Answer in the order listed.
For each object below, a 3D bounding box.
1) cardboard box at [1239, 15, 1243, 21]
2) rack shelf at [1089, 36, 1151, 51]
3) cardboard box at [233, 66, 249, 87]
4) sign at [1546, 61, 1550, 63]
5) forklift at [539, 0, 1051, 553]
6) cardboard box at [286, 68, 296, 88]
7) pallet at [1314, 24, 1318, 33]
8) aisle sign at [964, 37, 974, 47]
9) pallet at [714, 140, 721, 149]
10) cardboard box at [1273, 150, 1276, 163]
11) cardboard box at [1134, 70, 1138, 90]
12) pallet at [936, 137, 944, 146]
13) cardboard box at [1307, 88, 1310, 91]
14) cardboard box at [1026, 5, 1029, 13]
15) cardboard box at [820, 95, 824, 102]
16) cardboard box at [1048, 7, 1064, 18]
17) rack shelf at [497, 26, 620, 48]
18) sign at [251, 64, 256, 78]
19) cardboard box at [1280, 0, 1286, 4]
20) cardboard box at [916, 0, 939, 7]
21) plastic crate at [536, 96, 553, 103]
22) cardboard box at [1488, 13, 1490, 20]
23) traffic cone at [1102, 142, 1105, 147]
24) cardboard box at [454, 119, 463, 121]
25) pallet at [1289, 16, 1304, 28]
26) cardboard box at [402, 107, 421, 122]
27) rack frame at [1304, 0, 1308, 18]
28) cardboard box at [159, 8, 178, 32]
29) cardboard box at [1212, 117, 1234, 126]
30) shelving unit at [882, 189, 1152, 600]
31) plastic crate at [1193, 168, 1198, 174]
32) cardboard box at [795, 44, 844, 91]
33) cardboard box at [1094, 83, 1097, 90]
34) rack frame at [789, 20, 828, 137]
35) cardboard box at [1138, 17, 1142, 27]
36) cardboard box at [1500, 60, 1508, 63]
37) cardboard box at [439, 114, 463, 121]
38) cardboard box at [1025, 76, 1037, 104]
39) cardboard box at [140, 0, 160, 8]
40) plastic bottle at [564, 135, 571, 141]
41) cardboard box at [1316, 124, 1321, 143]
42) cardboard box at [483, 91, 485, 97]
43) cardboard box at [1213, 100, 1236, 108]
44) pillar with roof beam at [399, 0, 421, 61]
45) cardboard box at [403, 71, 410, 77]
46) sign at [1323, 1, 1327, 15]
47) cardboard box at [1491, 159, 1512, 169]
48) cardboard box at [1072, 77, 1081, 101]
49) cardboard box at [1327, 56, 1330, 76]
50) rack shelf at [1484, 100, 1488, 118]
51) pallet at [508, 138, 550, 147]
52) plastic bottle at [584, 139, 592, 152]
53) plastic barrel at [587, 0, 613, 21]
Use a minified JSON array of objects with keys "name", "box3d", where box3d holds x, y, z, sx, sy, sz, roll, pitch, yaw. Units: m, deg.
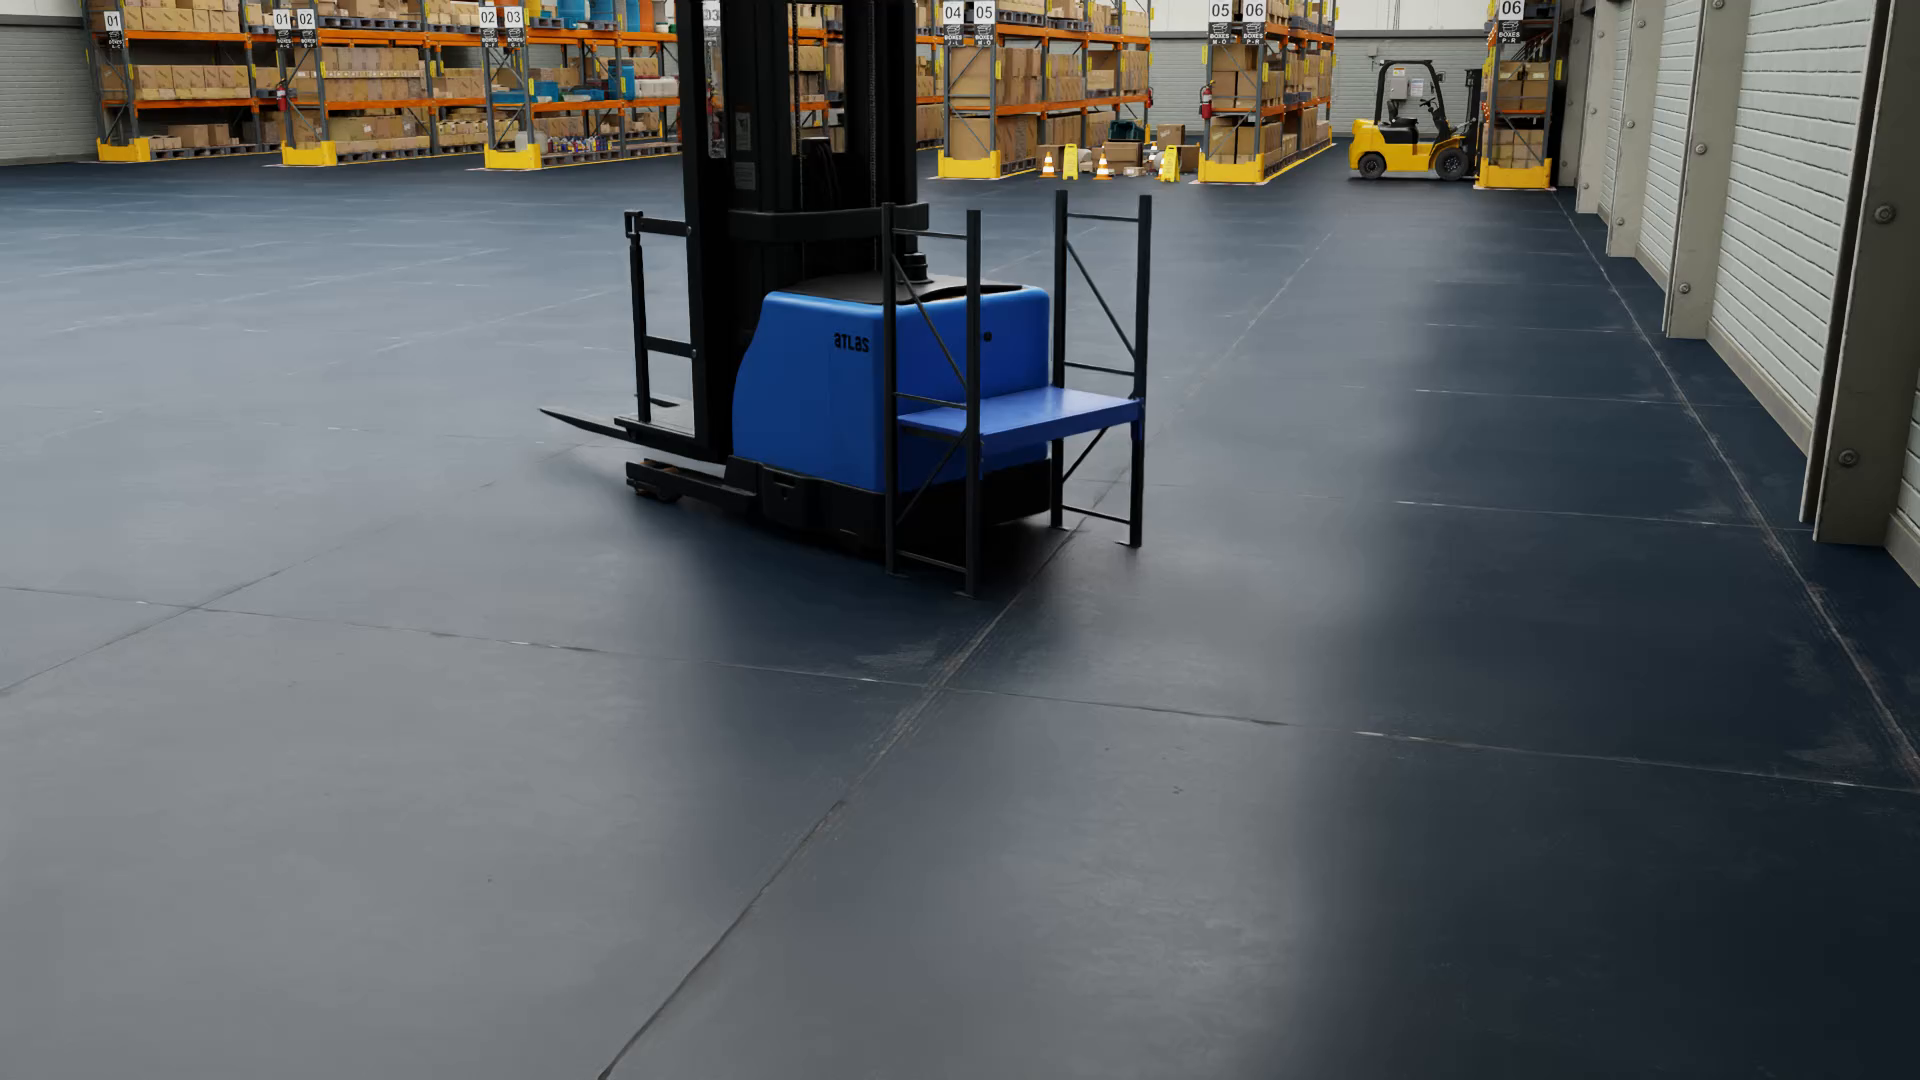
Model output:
[{"name":"cardboard box","box3d":[5.075,-9.659,30.851,0.380,0.149,0.250,5,17,16]},{"name":"rack shelf","box3d":[4.163,-13.144,43.993,1.077,0.370,4.000,5,16,16]},{"name":"cardboard box","box3d":[-17.491,-11.145,39.988,0.500,0.500,0.500,5,16,16]},{"name":"sign","box3d":[11.388,-9.101,32.188,0.100,0.325,0.005,5,16,16]},{"name":"forklift","box3d":[-0.984,-1.681,7.884,1.130,2.935,3.031,-15,22,-43]},{"name":"cardboard box","box3d":[-17.153,-11.705,42.109,0.700,0.500,0.500,7,17,24]},{"name":"pallet","box3d":[8.156,-12.273,39.957,0.805,0.209,1.217,4,16,14]},{"name":"aisle sign","box3d":[0.312,-14.227,47.228,0.394,0.787,0.004,5,16,16]},{"name":"pallet","box3d":[-6.834,-10.140,42.693,1.003,0.211,1.213,5,16,16]},{"name":"cardboard box","box3d":[5.895,-7.504,32.558,0.500,0.250,0.500,5,17,17]},{"name":"cardboard box","box3d":[4.412,-12.226,44.209,0.500,0.500,0.500,5,17,19]},{"name":"pallet","box3d":[-0.841,-10.786,44.970,1.003,0.211,1.213,5,16,16]},{"name":"cardboard box","box3d":[7.896,-10.429,38.874,0.500,0.250,0.500,5,17,18]},{"name":"cardboard box","box3d":[1.164,-10.549,33.036,0.380,0.149,0.250,4,16,15]},{"name":"cardboard box","box3d":[-3.185,-9.642,36.286,0.380,0.149,0.250,5,16,16]},{"name":"cardboard box","box3d":[2.056,-11.532,36.287,0.396,0.266,0.258,5,16,16]},{"name":"rack shelf","box3d":[-8.723,-10.799,35.728,1.077,0.370,4.000,5,16,16]},{"name":"sign","box3d":[-17.131,-11.370,40.333,0.100,0.325,0.005,5,16,16]},{"name":"cardboard box","box3d":[6.107,-10.466,32.233,0.380,0.149,0.250,5,17,18]},{"name":"cardboard box","box3d":[-0.859,-14.282,44.179,0.500,0.250,0.500,4,16,12]},{"name":"plastic crate","box3d":[-8.729,-9.262,34.968,0.298,0.136,0.250,5,16,16]},{"name":"cardboard box","box3d":[12.294,-11.974,38.059,0.380,0.149,0.250,5,17,17]},{"name":"traffic cone","box3d":[3.150,-8.444,36.251,0.336,0.463,0.334,5,16,16]},{"name":"cardboard box","box3d":[-12.485,-10.421,41.813,0.500,0.311,0.500,4,16,14]},{"name":"pallet","box3d":[6.373,-10.579,33.977,1.213,0.211,1.003,5,16,16]},{"name":"cardboard box","box3d":[-15.690,-11.842,46.752,0.750,0.750,0.750,5,17,18]},{"name":"rack frame","box3d":[7.232,-13.006,36.692,1.000,3.000,0.127,5,16,16]},{"name":"cardboard box","box3d":[-18.125,-11.790,37.683,0.500,0.500,0.500,5,17,18]},{"name":"cardboard box","box3d":[4.976,-7.910,31.425,0.380,0.149,0.250,5,17,17]},{"name":"shelving unit","box3d":[0.243,-0.636,6.822,0.538,1.500,1.048,15,22,42]},{"name":"plastic crate","box3d":[4.863,-7.321,32.995,0.402,0.080,0.583,-1,16,-3]},{"name":"cardboard box","box3d":[-3.046,-10.529,37.085,1.000,1.000,1.000,5,17,16]},{"name":"cardboard box","box3d":[3.079,-10.941,40.097,0.380,0.149,0.250,5,17,18]},{"name":"rack frame","box3d":[-3.406,-9.842,36.530,1.000,3.000,0.127,5,16,16]},{"name":"cardboard box","box3d":[4.552,-13.774,44.254,0.500,0.250,0.500,5,17,17]},{"name":"cardboard box","box3d":[13.453,-11.770,41.685,0.500,0.500,0.500,5,17,17]},{"name":"cardboard box","box3d":[-15.069,-12.274,48.917,0.700,0.500,0.500,5,17,17]},{"name":"cardboard box","box3d":[1.093,-9.260,34.203,0.875,0.550,0.550,5,16,16]},{"name":"cardboard box","box3d":[-18.257,-12.139,37.079,0.500,0.500,0.500,4,16,15]},{"name":"plastic bottle","box3d":[-8.836,-8.935,37.380,0.144,0.351,0.185,4,16,14]},{"name":"cardboard box","box3d":[8.650,-10.291,42.042,0.875,0.438,0.875,4,16,15]},{"name":"cardboard box","box3d":[-12.074,-11.198,41.774,0.380,0.149,0.250,6,17,20]},{"name":"cardboard box","box3d":[4.860,-8.020,30.569,0.380,0.149,0.250,5,17,18]},{"name":"pillar with roof beam","box3d":[-11.883,-15.889,46.858,9.100,9.000,0.400,5,16,16]},{"name":"cardboard box","box3d":[-12.919,-10.750,38.361,0.380,0.149,0.250,4,16,14]},{"name":"sign","box3d":[8.892,-12.970,40.538,0.100,0.325,0.005,5,16,16]},{"name":"cardboard box","box3d":[9.550,-6.669,29.615,0.500,0.250,0.500,5,17,16]},{"name":"cardboard box","box3d":[2.444,-10.256,37.808,0.500,0.500,0.500,5,16,16]},{"name":"cardboard box","box3d":[9.333,-12.329,43.284,0.500,0.500,0.500,5,16,16]},{"name":"rack shelf","box3d":[11.424,-8.866,34.410,1.077,0.370,4.000,5,16,16]},{"name":"pallet","box3d":[-11.518,-10.508,43.990,1.003,0.211,1.213,5,16,16]},{"name":"plastic bottle","box3d":[-8.258,-8.759,36.899,0.152,0.276,0.135,5,17,17]},{"name":"plastic barrel","box3d":[-8.218,-12.060,37.935,0.600,0.901,0.708,5,16,16]}]
